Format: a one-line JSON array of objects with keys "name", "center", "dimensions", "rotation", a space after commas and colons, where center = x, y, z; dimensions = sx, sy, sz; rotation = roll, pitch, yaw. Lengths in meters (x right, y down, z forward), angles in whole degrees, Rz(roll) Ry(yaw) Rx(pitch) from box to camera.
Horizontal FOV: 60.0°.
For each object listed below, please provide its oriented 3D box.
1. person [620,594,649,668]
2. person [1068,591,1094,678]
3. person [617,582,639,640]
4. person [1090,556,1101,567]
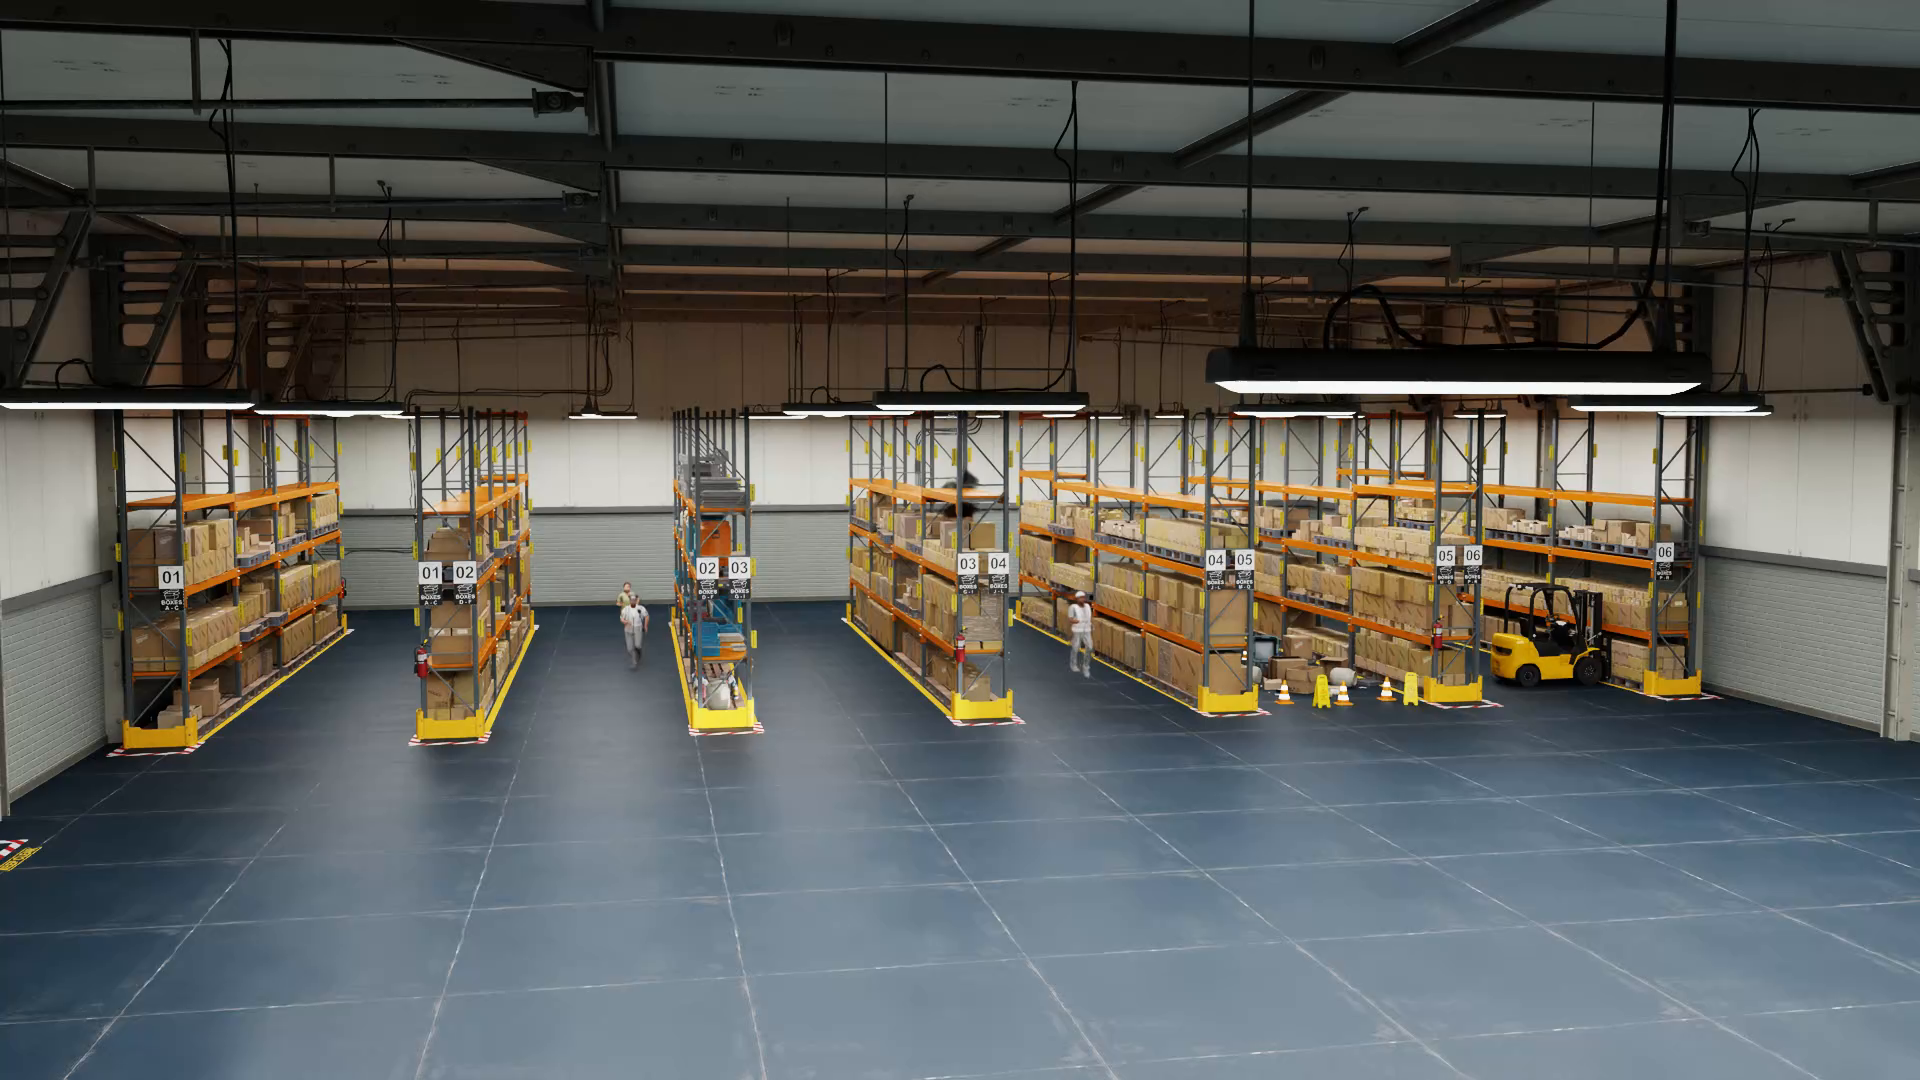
[{"name": "person", "center": [-7.528, 2.108, 38.422], "dimensions": [0.647, 1.744, 0.640], "rotation": [0, 4, -5]}, {"name": "person", "center": [2.631, 2.032, 35.768], "dimensions": [0.656, 1.866, 0.712], "rotation": [-2, 4, -21]}, {"name": "person", "center": [-8.363, 1.917, 41.890], "dimensions": [0.559, 1.725, 0.738], "rotation": [-1, 4, -9]}, {"name": "person", "center": [3.986, 1.258, 50.418], "dimensions": [0.667, 1.784, 0.684], "rotation": [0, 4, -6]}]
